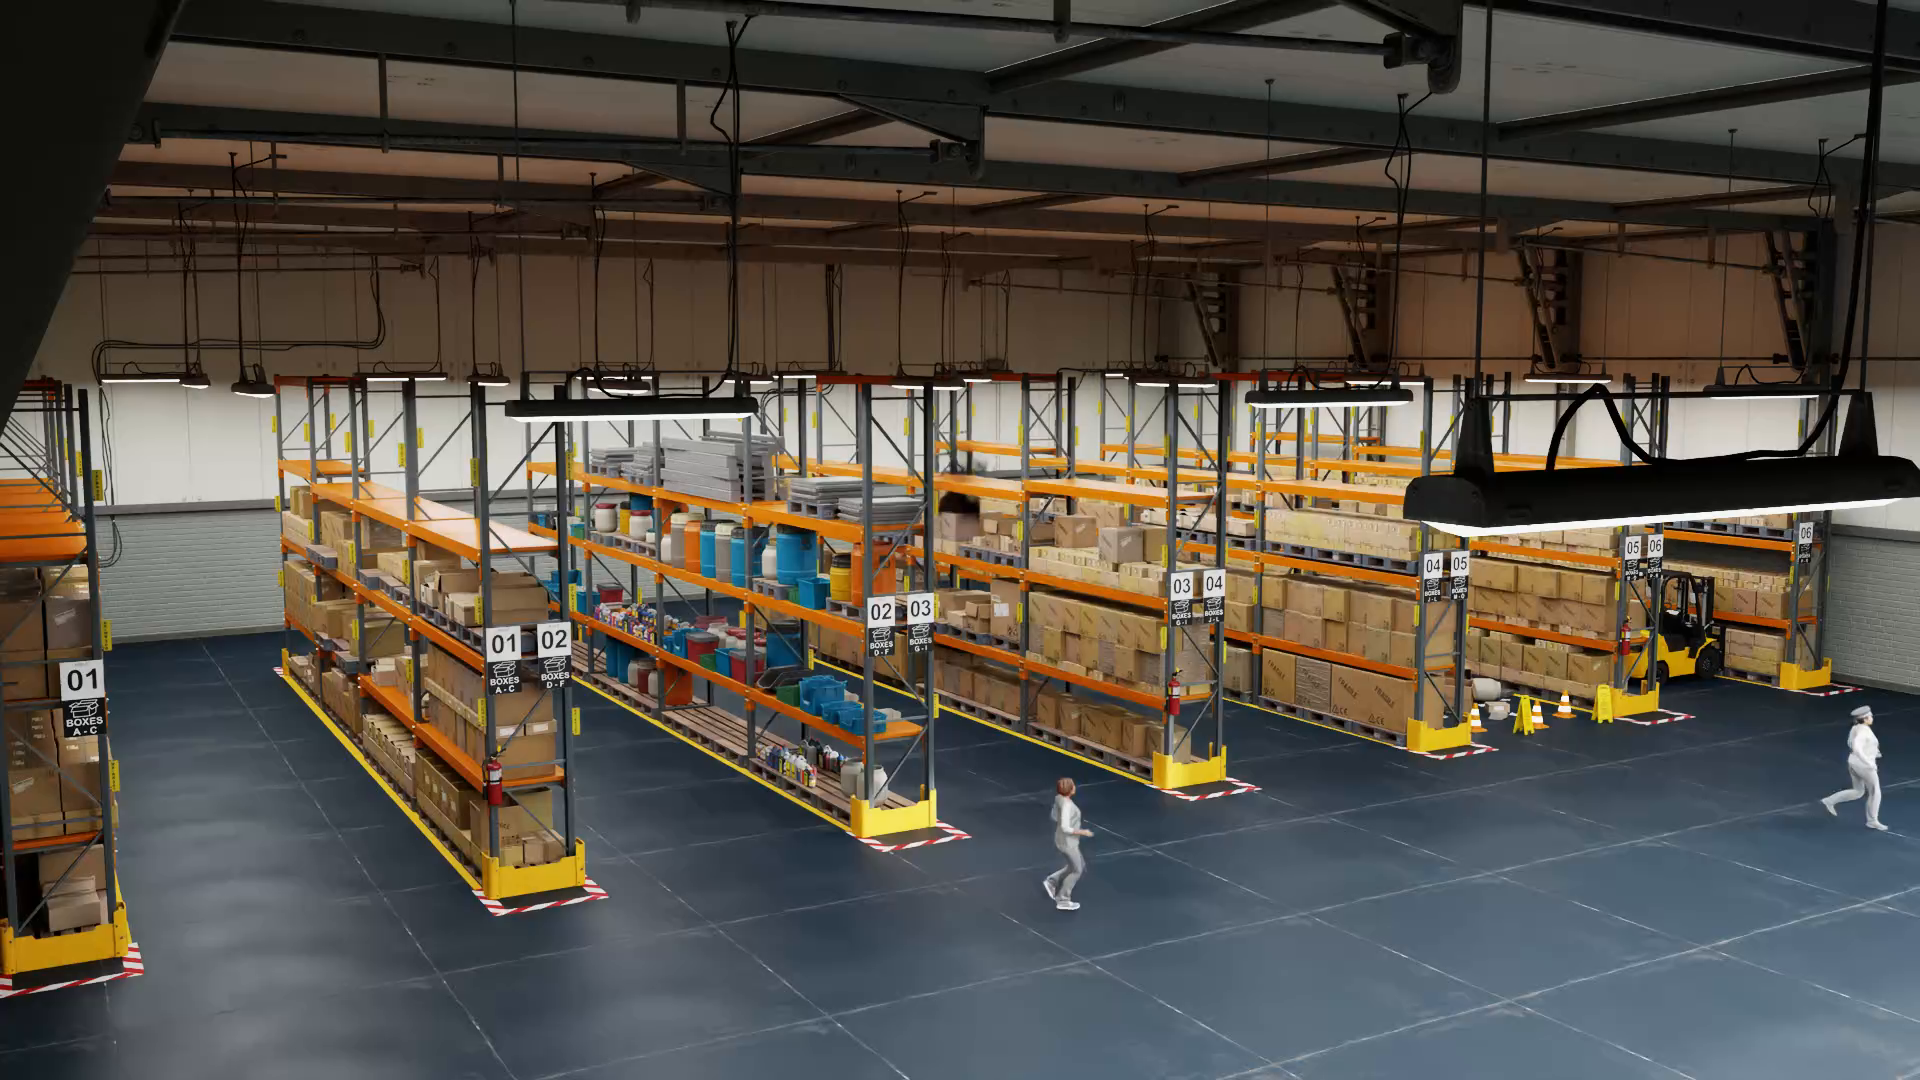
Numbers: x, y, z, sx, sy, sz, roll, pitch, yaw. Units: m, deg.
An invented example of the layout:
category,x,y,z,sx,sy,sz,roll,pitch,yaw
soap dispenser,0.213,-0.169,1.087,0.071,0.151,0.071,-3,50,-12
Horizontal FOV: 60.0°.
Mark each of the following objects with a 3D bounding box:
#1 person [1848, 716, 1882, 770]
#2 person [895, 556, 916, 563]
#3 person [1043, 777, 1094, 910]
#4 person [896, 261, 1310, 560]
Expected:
category,x,y,z,sx,sy,sz,roll,pitch,yaw
person,12.212,2.655,22.313,0.461,0.782,0.449,1,6,8
person,-1.408,1.092,41.164,0.683,1.481,0.530,2,7,19
person,1.246,3.475,19.072,0.547,1.551,0.531,-1,6,-5
person,5.405,-3.036,43.919,10.237,8.891,13.171,3,7,24
